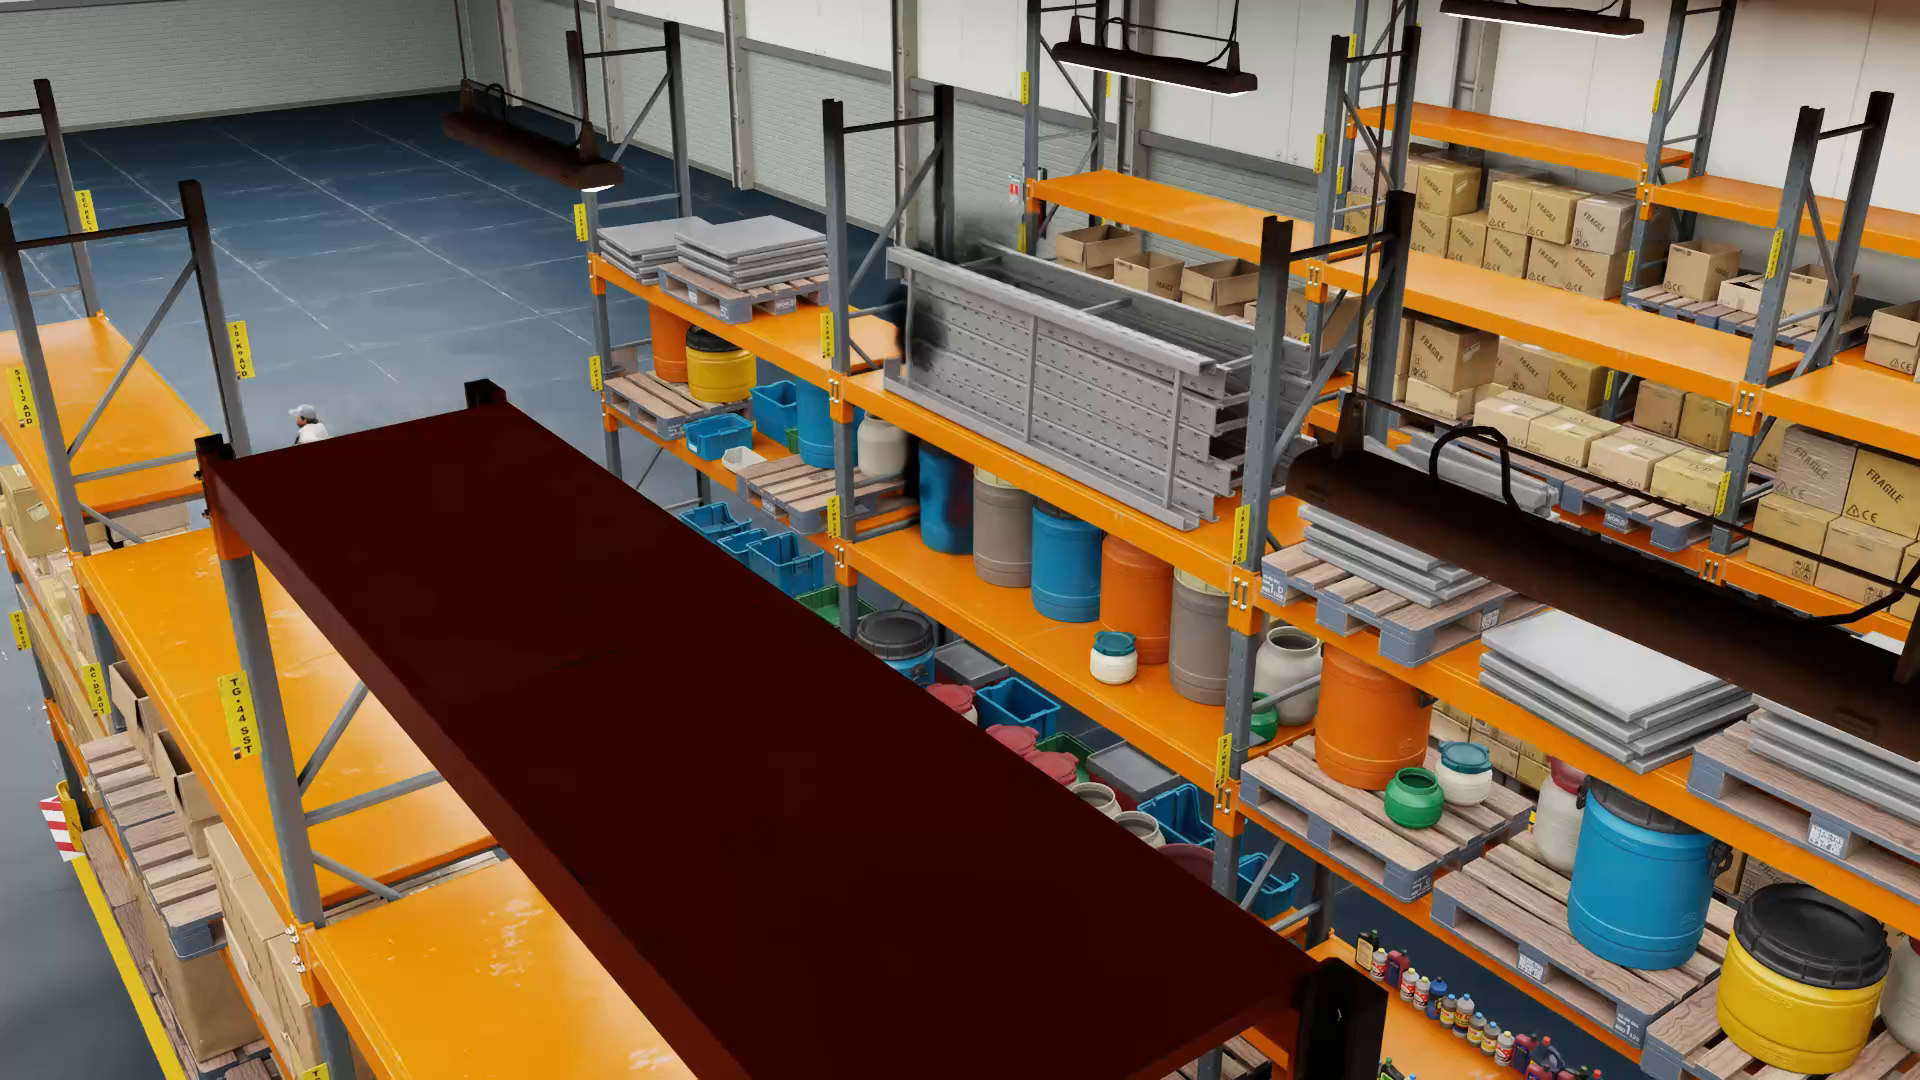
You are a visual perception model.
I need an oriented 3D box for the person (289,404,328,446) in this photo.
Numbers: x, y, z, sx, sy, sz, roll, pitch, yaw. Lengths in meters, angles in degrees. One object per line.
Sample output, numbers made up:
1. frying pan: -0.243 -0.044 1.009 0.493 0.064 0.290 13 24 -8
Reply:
1. person: -7.154 -0.737 18.671 0.619 1.638 0.605 -3 25 -6
